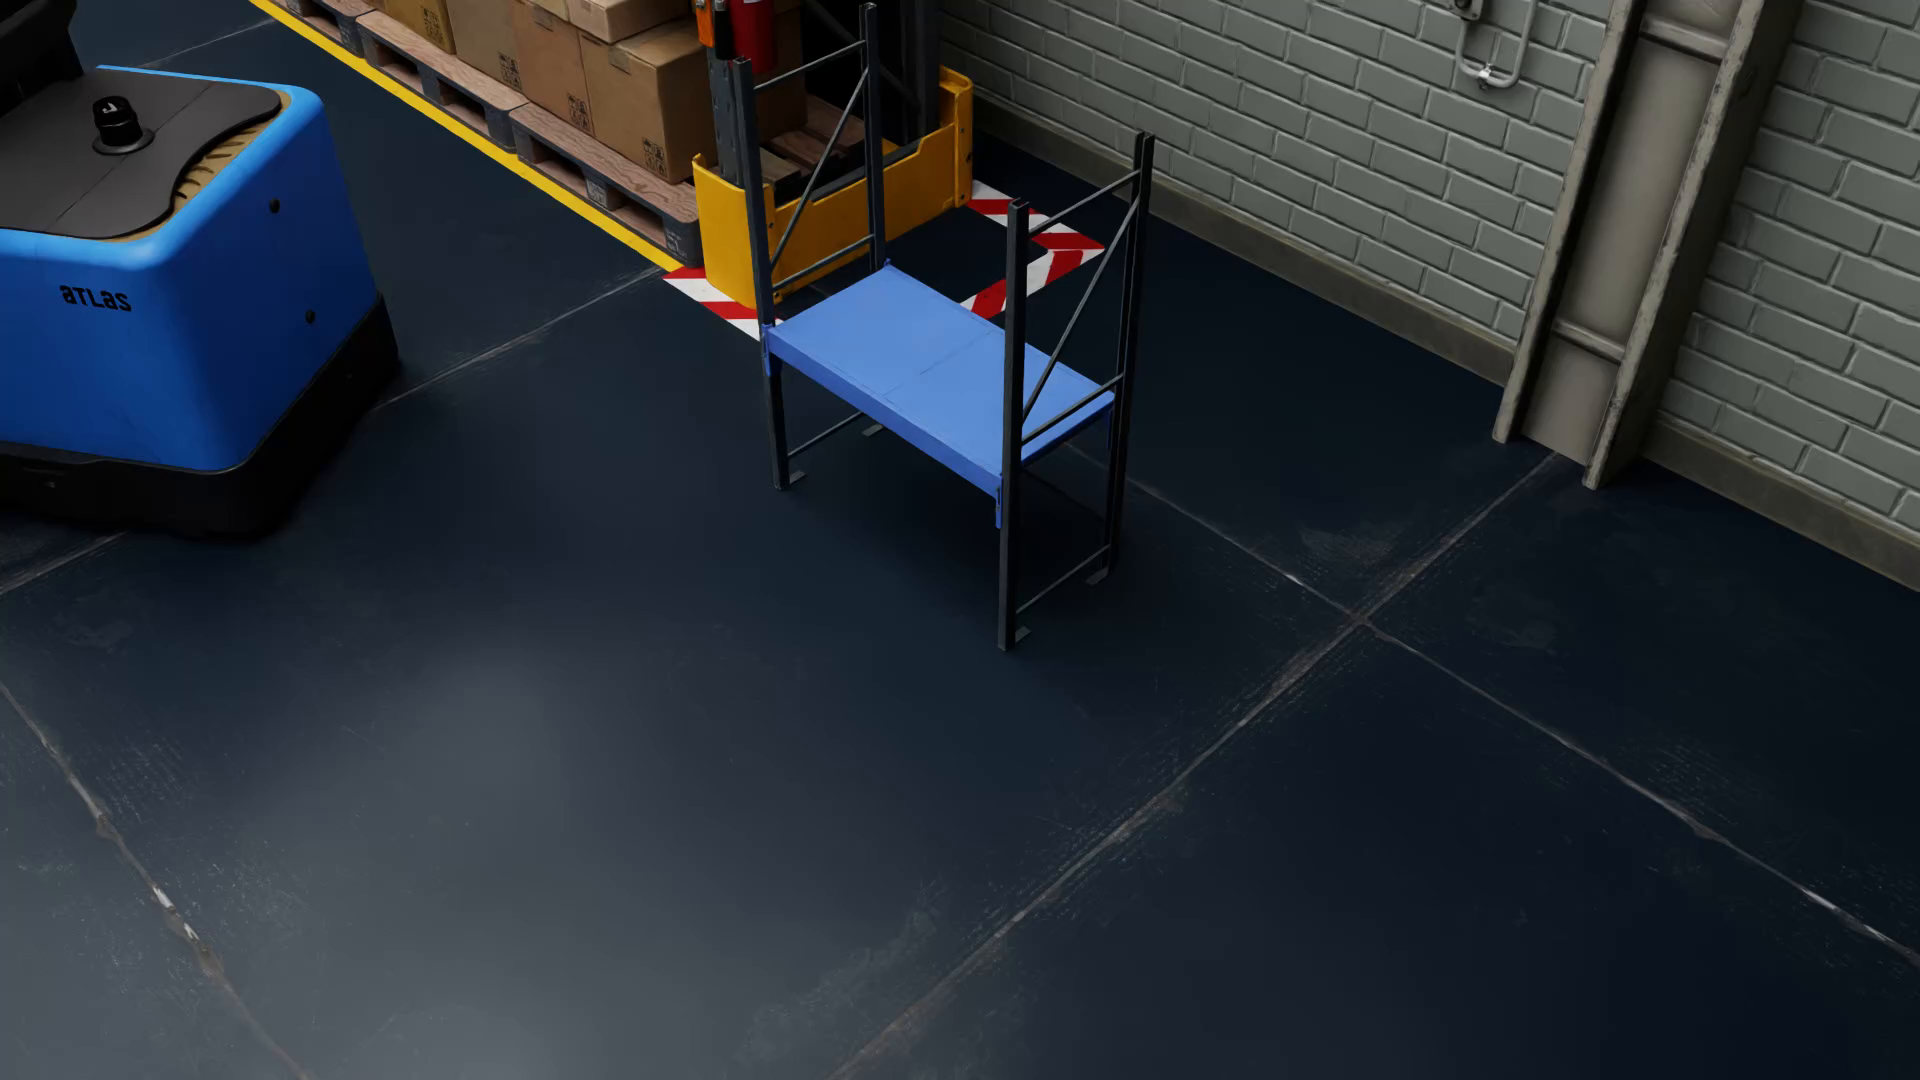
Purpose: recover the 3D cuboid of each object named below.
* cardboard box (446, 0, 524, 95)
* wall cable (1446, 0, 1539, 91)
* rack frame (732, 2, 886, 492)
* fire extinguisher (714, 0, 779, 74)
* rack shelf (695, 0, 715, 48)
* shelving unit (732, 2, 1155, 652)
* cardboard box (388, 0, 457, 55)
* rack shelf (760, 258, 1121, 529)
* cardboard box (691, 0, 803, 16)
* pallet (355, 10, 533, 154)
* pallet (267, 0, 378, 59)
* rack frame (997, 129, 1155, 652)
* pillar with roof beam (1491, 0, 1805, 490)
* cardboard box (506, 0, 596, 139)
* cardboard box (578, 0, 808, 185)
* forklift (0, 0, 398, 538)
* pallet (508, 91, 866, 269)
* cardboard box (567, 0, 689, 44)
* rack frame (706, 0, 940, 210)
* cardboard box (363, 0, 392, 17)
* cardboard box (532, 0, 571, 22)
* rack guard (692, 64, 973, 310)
[{"bbox_3d":[-1.749,-2.318,7.081,0.500,0.500,0.700,32,52,30],"label":"cardboard box"},{"bbox_3d":[1.099,-2.523,5.021,0.084,1.984,1.851,-34,53,-31],"label":"wall cable"},{"bbox_3d":[-0.419,-0.836,5.050,0.500,1.500,0.032,-34,53,-31],"label":"rack frame"},{"bbox_3d":[-0.695,-1.853,5.376,0.296,0.674,0.183,-34,53,-31],"label":"fire extinguisher"},{"bbox_3d":[-1.888,-3.008,6.825,1.077,0.370,4.000,-34,53,-31],"label":"rack shelf"},{"bbox_3d":[-0.060,-0.592,4.785,0.538,1.500,1.048,-34,53,-31],"label":"shelving unit"},{"bbox_3d":[-2.131,-2.571,7.354,0.700,0.500,0.500,-33,52,-30],"label":"cardboard box"},{"bbox_3d":[-0.060,-0.460,4.907,0.538,0.185,1.000,-34,53,-31],"label":"rack shelf"},{"bbox_3d":[-0.810,-2.110,6.378,0.380,0.149,0.250,-34,52,-31],"label":"cardboard box"},{"bbox_3d":[-1.953,-2.220,7.497,1.003,0.211,1.213,-34,53,-31],"label":"pallet"},{"bbox_3d":[-2.818,-2.807,8.132,1.003,0.211,1.213,-34,53,-31],"label":"pallet"},{"bbox_3d":[0.299,-0.348,4.521,0.500,1.500,0.032,-34,53,-31],"label":"rack frame"},{"bbox_3d":[-1.004,-1.569,0.317,9.100,9.000,0.400,-34,53,-31],"label":"pillar with roof beam"},{"bbox_3d":[-1.394,-2.077,6.819,0.500,0.500,0.700,34,53,31],"label":"cardboard box"},{"bbox_3d":[-1.040,-1.836,6.559,0.700,0.500,0.500,-34,53,-31],"label":"cardboard box"},{"bbox_3d":[-3.549,-1.596,4.818,3.031,2.935,1.130,8,43,9],"label":"forklift"},{"bbox_3d":[-1.095,-1.634,6.863,1.003,0.211,1.213,-34,53,-31],"label":"pallet"},{"bbox_3d":[-1.260,-2.049,6.311,0.250,0.149,0.380,34,52,31],"label":"cardboard box"},{"bbox_3d":[-0.475,-2.312,5.541,1.000,3.000,0.127,-34,53,-31],"label":"rack frame"},{"bbox_3d":[-2.492,-2.818,7.622,0.500,0.500,0.700,34,52,31],"label":"cardboard box"},{"bbox_3d":[-1.441,-2.171,6.444,0.380,0.149,0.250,-33,52,-30],"label":"cardboard box"},{"bbox_3d":[-0.458,-1.382,6.377,1.175,0.500,0.348,-34,53,-31],"label":"rack guard"}]
